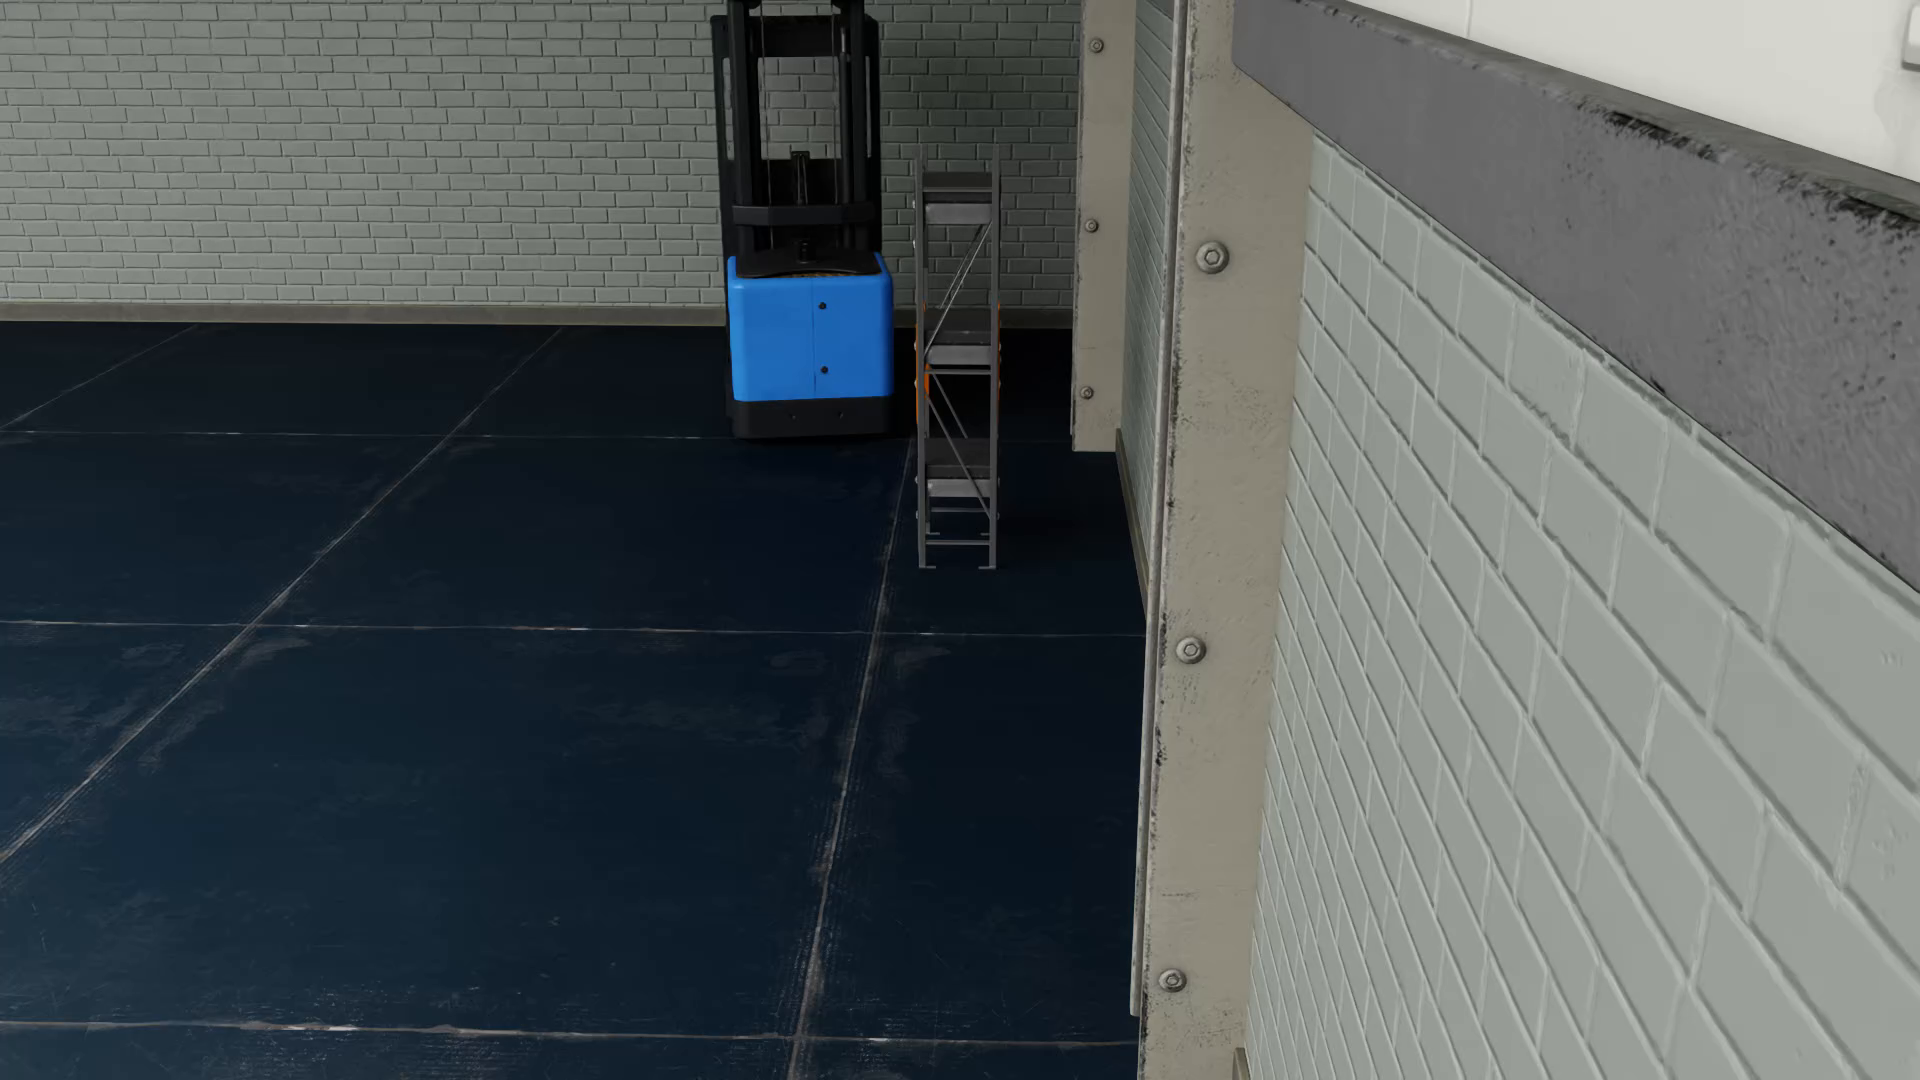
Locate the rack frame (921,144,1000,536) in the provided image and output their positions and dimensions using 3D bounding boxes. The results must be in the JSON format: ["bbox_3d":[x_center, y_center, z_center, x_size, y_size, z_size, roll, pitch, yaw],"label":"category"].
[{"bbox_3d":[0.002,-1.007,8.722,0.400,2.100,0.015,1,21,2],"label":"rack frame"}]

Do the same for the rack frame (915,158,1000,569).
[{"bbox_3d":[-0.012,-0.831,8.267,0.400,2.100,0.015,1,21,2],"label":"rack frame"}]

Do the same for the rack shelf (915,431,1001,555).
[{"bbox_3d":[-0.005,-0.254,8.753,0.431,0.518,0.480,1,21,2],"label":"rack shelf"}]

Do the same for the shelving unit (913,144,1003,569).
[{"bbox_3d":[-0.005,-0.919,8.495,0.431,2.100,0.503,1,21,2],"label":"shelving unit"}]

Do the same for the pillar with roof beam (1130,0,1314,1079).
[{"bbox_3d":[-3.619,-2.703,3.556,9.100,9.000,0.400,1,21,2],"label":"pillar with roof beam"}]

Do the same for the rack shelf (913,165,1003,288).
[{"bbox_3d":[-0.005,-1.559,8.247,0.431,0.518,0.480,1,21,2],"label":"rack shelf"}]

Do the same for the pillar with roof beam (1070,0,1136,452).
[{"bbox_3d":[-3.436,-4.873,9.147,9.100,9.000,0.400,1,21,2],"label":"pillar with roof beam"}]

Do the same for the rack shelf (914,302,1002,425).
[{"bbox_3d":[-0.005,-0.906,8.500,0.431,0.518,0.480,1,21,2],"label":"rack shelf"}]

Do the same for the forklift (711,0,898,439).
[{"bbox_3d":[-1.108,-2.501,11.422,1.130,2.935,3.031,-3,21,-7],"label":"forklift"}]
